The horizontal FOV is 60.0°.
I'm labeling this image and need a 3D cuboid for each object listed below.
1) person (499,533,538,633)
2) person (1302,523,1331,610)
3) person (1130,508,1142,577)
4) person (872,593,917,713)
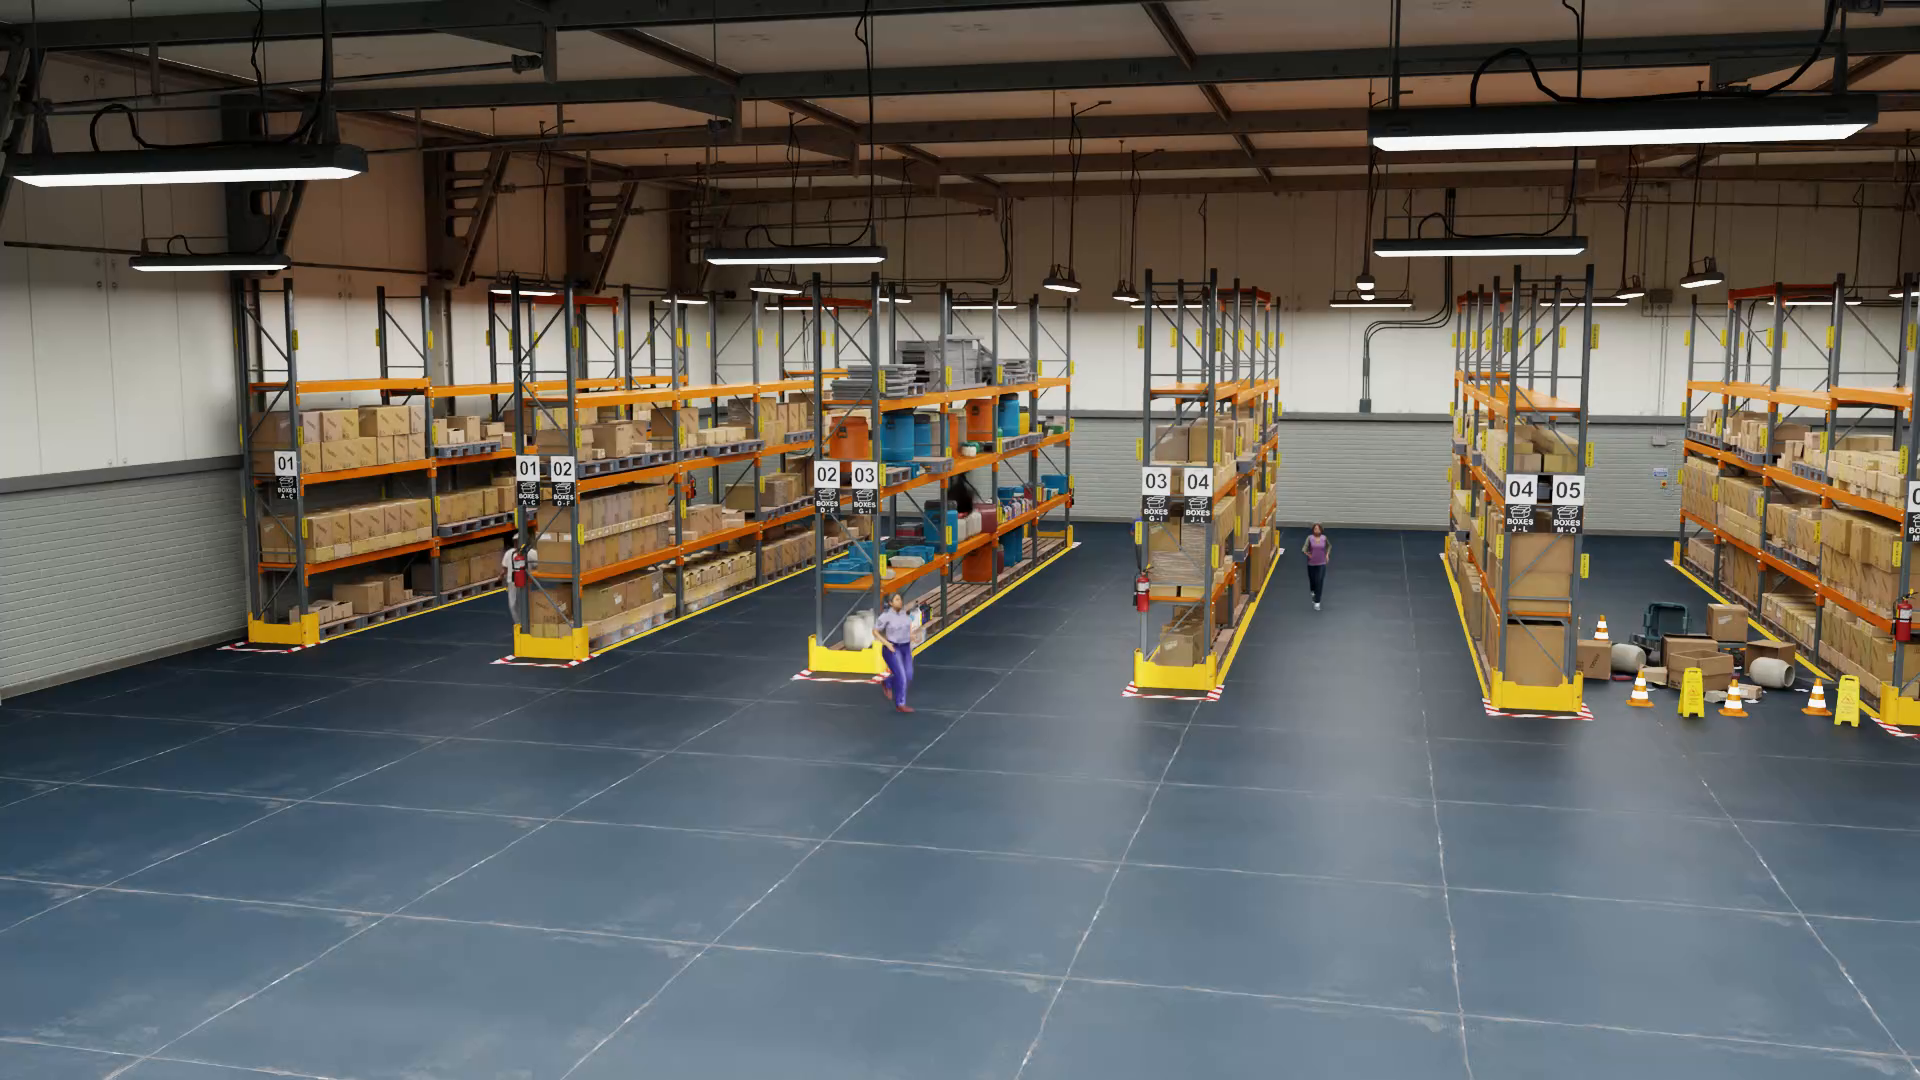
[{"bbox_3d":[-7.558,0.733,28.534,0.696,1.718,0.605,1,7,7],"label":"person"},{"bbox_3d":[6.683,0.474,31.192,0.545,1.587,0.880,1,7,11],"label":"person"},{"bbox_3d":[3.731,0.106,33.684,0.591,1.580,0.919,1,7,10],"label":"person"},{"bbox_3d":[-0.888,1.509,22.565,0.727,1.602,0.615,7,10,44],"label":"person"}]
